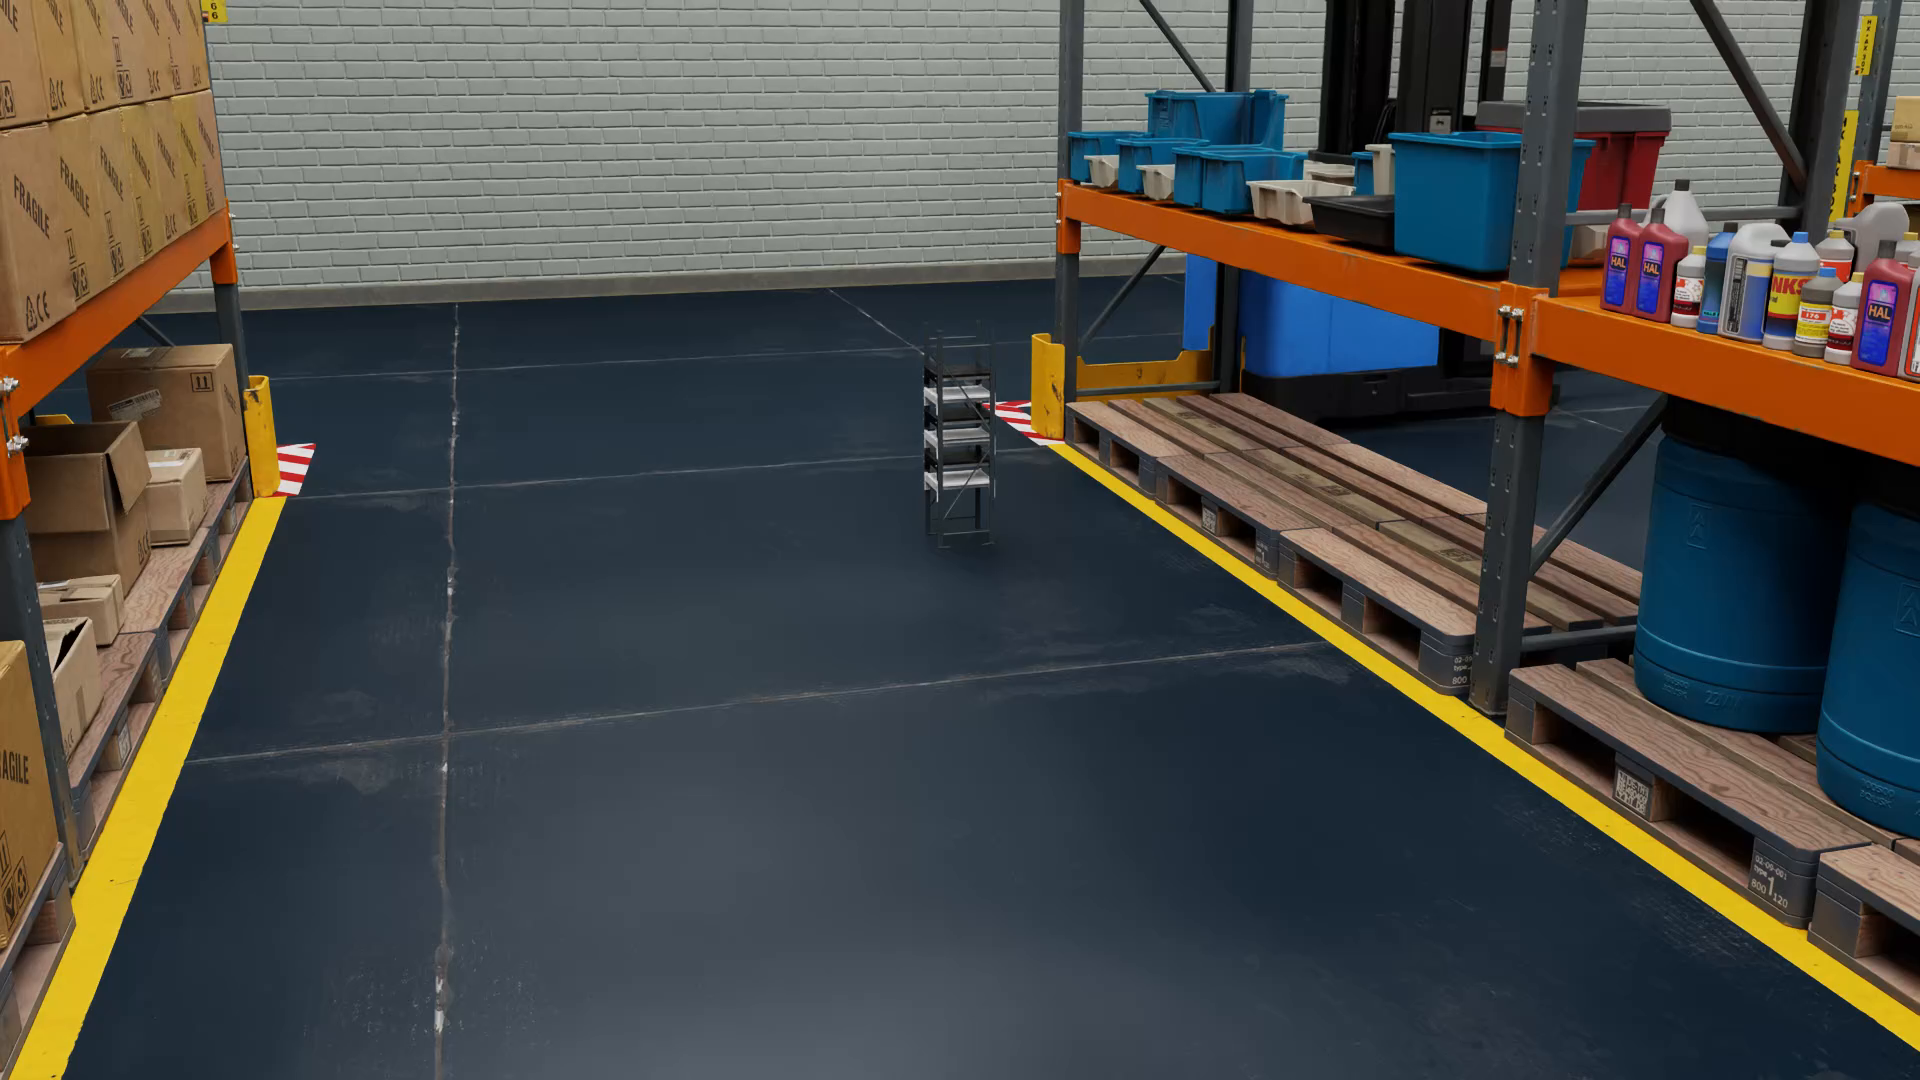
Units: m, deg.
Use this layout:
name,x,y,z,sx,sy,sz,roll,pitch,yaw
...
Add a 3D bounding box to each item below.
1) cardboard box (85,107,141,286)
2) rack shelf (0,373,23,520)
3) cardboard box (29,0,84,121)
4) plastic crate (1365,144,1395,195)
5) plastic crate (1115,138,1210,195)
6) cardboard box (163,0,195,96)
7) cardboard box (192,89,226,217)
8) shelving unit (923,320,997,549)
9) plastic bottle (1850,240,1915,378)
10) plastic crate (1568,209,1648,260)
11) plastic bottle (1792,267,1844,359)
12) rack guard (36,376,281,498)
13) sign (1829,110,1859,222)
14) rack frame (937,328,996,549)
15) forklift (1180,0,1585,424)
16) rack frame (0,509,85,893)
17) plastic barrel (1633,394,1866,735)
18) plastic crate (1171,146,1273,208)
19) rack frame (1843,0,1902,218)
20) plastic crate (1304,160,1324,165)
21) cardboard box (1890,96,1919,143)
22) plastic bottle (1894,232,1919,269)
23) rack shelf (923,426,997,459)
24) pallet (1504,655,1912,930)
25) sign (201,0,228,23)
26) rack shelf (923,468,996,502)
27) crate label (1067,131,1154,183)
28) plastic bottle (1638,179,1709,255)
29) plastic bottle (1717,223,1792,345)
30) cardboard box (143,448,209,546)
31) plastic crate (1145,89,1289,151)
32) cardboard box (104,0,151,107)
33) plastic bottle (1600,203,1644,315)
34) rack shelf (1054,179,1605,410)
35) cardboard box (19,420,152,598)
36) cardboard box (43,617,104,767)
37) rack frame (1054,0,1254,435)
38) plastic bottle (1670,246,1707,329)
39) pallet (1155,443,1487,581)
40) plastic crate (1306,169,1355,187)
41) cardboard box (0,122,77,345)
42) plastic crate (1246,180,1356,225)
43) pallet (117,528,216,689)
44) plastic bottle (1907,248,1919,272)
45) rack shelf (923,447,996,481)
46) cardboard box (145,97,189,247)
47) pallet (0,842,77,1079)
name,x,y,z,sx,sy,sz,roll,pitch,yaw
cardboard box,-2.827,-1.042,5.032,0.500,0.500,0.500,-5,17,-16
rack shelf,-2.120,0.347,1.835,1.077,0.370,4.000,-5,17,-15
cardboard box,-2.671,-1.373,4.398,0.500,0.500,0.500,-5,18,-17
plastic crate,1.851,-1.351,6.336,0.437,0.282,0.530,-5,17,-15
plastic crate,0.926,-1.720,7.652,0.416,0.233,0.300,-5,17,-15
cardboard box,-3.243,-1.943,6.296,0.500,0.500,0.500,-4,17,-14
cardboard box,-3.385,-1.603,6.901,0.500,0.500,0.500,-4,17,-14
shelving unit,-0.002,-0.433,6.830,0.258,0.900,0.210,-5,17,-15
plastic bottle,2.028,-0.505,3.622,0.061,0.283,0.133,-5,17,-15
plastic crate,2.103,-0.984,5.369,0.396,0.136,0.243,-5,17,-15
plastic bottle,1.987,-0.526,3.835,0.097,0.201,0.097,0,17,0
rack guard,-3.749,-0.439,7.546,1.175,0.500,0.348,-5,17,-15
sign,2.623,-1.117,4.976,0.100,0.325,0.005,-5,17,-15
rack frame,0.026,-0.405,6.736,0.240,0.900,0.006,-5,17,-15
forklift,2.837,-2.239,9.311,3.031,2.935,1.130,-6,18,-20
rack frame,-2.670,-0.551,3.573,1.000,3.000,0.127,-5,17,-15
plastic barrel,2.227,0.014,4.609,0.600,0.901,0.708,-5,17,-15
plastic crate,1.107,-1.538,7.046,0.416,0.233,0.300,-5,17,-15
rack frame,5.757,-2.440,9.860,1.000,3.000,0.127,-5,17,-15
plastic crate,1.458,-1.658,7.612,0.396,0.136,0.243,-5,17,-15
cardboard box,5.629,-2.356,9.326,0.500,0.250,0.500,-5,17,-17
plastic bottle,2.571,-0.733,4.524,0.097,0.201,0.097,0,17,0
rack shelf,-0.002,-0.401,6.840,0.258,0.077,0.200,-5,17,-15
pallet,2.266,0.610,4.553,1.003,0.211,1.213,-5,17,-15
sign,-3.230,-2.402,7.172,0.100,0.325,0.005,-5,17,-15
rack shelf,-0.002,-0.229,6.891,0.258,0.077,0.200,-5,17,-15
crate label,0.746,-1.902,8.258,0.416,0.233,0.303,-5,17,-15
plastic bottle,1.890,-0.784,4.434,0.144,0.351,0.185,-5,17,-15
plastic bottle,1.955,-0.623,4.028,0.152,0.276,0.135,-5,17,-15
cardboard box,-3.151,-0.155,6.270,0.500,0.250,0.500,-5,17,-15
plastic crate,1.266,-2.016,8.284,0.616,0.435,0.499,-5,17,-15
cardboard box,-2.955,-1.658,5.347,0.500,0.500,0.500,-4,17,-14
plastic bottle,1.784,-0.751,4.440,0.061,0.283,0.133,-5,17,-15
rack shelf,1.544,-1.150,6.818,1.077,0.370,4.000,-5,17,-15
cardboard box,-3.191,-0.086,5.597,0.797,0.503,0.637,-5,17,-15
cardboard box,-2.577,0.393,4.340,0.500,0.311,0.500,-5,17,-15
rack frame,0.994,-2.048,8.557,1.000,3.000,0.127,-5,17,-15
plastic bottle,1.870,-0.644,4.228,0.097,0.201,0.097,0,17,0
pallet,1.515,-0.145,7.067,1.003,0.211,1.213,-5,17,-15
plastic crate,1.657,-1.503,7.094,0.298,0.136,0.250,-5,17,-15
cardboard box,-2.548,-0.762,4.100,0.500,0.500,0.500,-4,17,-14
plastic crate,1.326,-1.302,6.427,0.293,0.136,0.466,-5,17,-15
pallet,-3.197,0.256,5.732,1.003,0.211,1.213,-5,17,-15
plastic bottle,2.549,-0.692,4.386,0.097,0.201,0.097,0,17,0
rack shelf,-0.002,-0.315,6.866,0.258,0.077,0.200,-5,17,-15
cardboard box,-3.107,-1.321,5.964,0.500,0.500,0.500,-5,17,-15
pallet,-2.410,1.006,3.235,1.003,0.211,1.213,-5,17,-15
